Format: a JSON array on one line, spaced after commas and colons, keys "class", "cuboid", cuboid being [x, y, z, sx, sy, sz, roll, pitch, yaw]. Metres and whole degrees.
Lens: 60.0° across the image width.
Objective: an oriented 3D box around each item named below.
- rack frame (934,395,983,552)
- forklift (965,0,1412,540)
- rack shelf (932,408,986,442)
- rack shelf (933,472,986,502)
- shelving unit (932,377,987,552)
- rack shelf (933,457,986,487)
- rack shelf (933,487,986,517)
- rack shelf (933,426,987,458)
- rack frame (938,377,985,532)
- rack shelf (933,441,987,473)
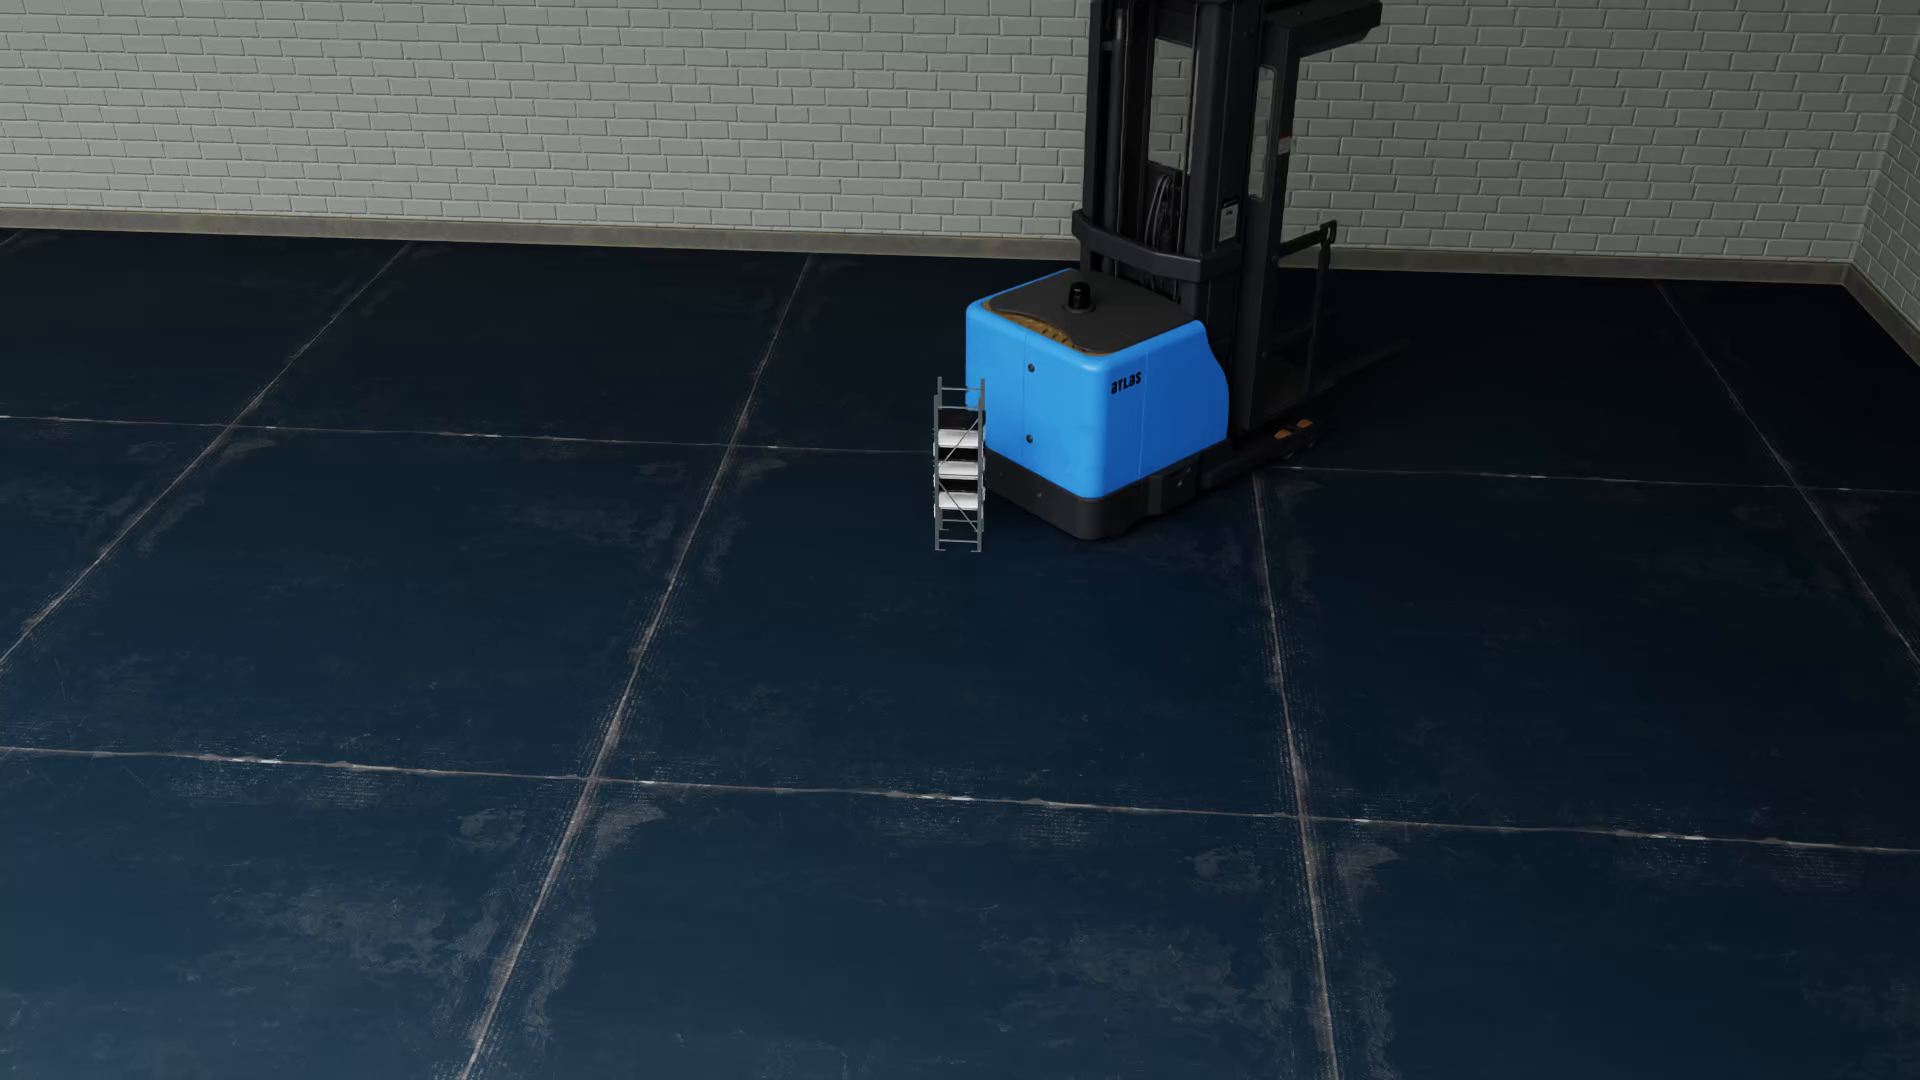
[{"class": "rack frame", "cuboid": [-0.009, -0.326, 8.421, 0.240, 0.900, 0.006, 2, 32, 4]}, {"class": "forklift", "cuboid": [1.454, -1.894, 9.030, 3.031, 2.935, 1.130, -25, 39, -34]}, {"class": "rack shelf", "cuboid": [-0.001, -0.580, 8.383, 0.258, 0.077, 0.200, 2, 32, 4]}, {"class": "rack shelf", "cuboid": [-0.001, -0.274, 8.572, 0.258, 0.077, 0.200, 2, 32, 4]}, {"class": "shelving unit", "cuboid": [-0.001, -0.379, 8.507, 0.258, 0.900, 0.210, 2, 32, 4]}, {"class": "rack shelf", "cuboid": [-0.001, -0.350, 8.525, 0.258, 0.077, 0.200, 2, 32, 4]}, {"class": "rack shelf", "cuboid": [-0.001, -0.197, 8.619, 0.258, 0.077, 0.200, 2, 32, 4]}, {"class": "rack shelf", "cuboid": [-0.001, -0.504, 8.430, 0.258, 0.077, 0.200, 2, 32, 4]}, {"class": "rack frame", "cuboid": [0.008, -0.432, 8.593, 0.240, 0.900, 0.006, 2, 32, 4]}, {"class": "rack shelf", "cuboid": [-0.001, -0.427, 8.477, 0.258, 0.077, 0.200, 2, 32, 4]}]
